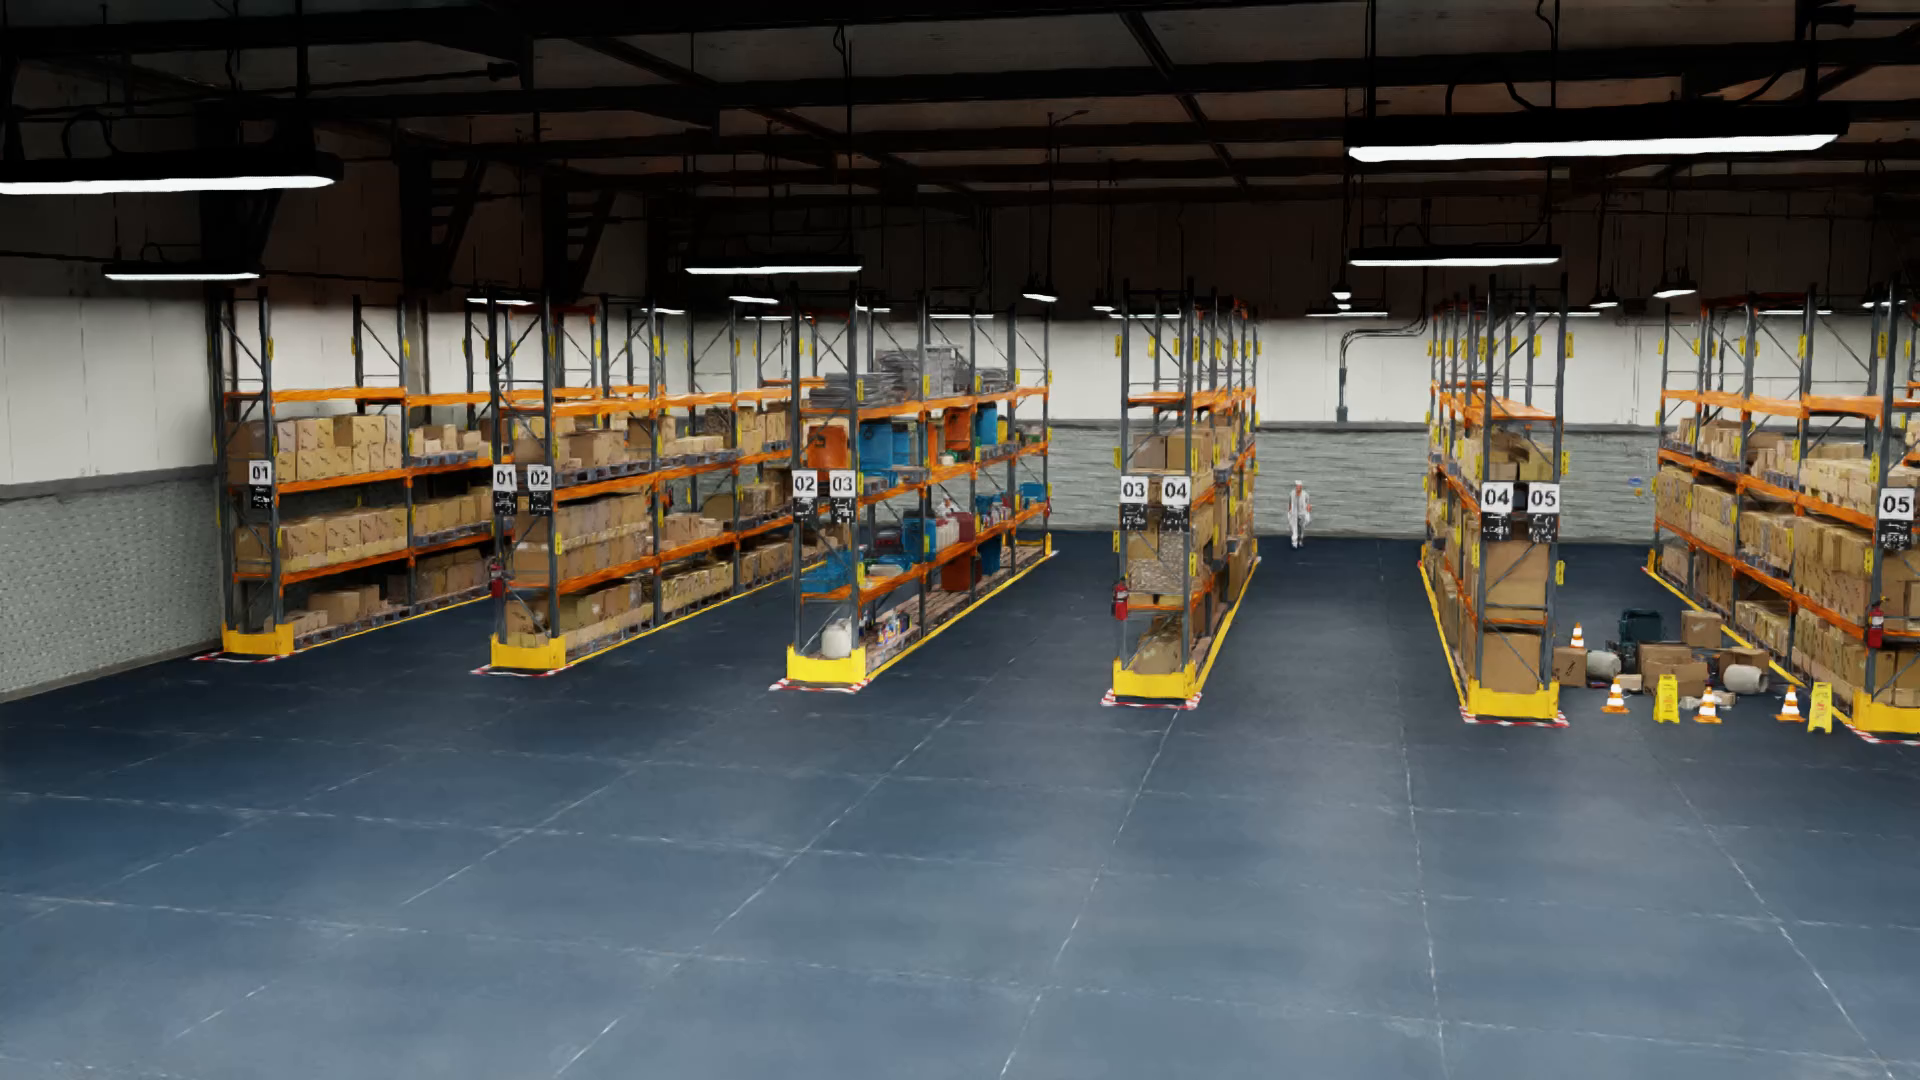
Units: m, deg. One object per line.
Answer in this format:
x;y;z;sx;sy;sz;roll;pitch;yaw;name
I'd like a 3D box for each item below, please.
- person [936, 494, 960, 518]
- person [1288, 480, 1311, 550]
-0.283;-0.304;39.326;0.626;1.610;0.578;1;7;11;person
8.493;-0.644;41.660;0.567;1.736;1.044;1;7;12;person
